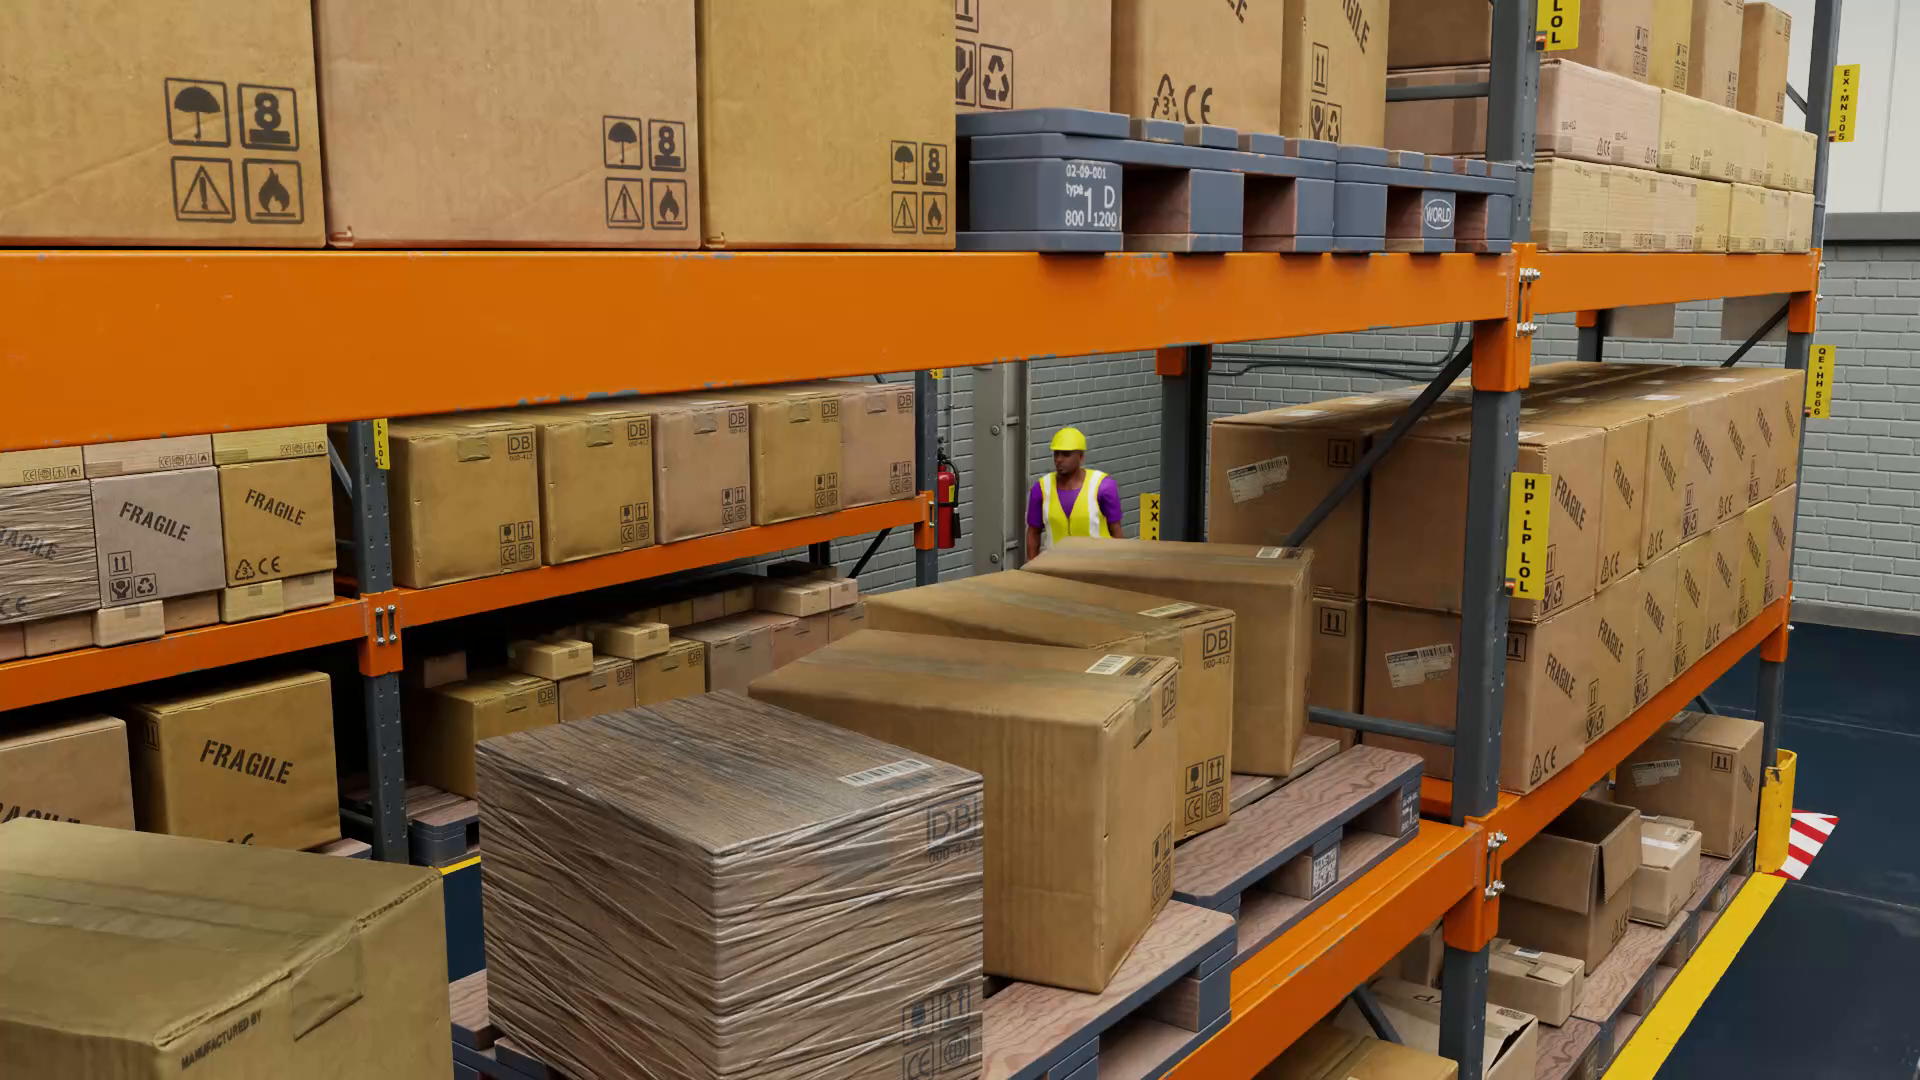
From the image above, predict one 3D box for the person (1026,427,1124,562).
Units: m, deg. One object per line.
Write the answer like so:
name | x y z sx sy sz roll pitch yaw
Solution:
person | 0.687 0.209 10.075 0.593 1.794 0.497 4 10 21
